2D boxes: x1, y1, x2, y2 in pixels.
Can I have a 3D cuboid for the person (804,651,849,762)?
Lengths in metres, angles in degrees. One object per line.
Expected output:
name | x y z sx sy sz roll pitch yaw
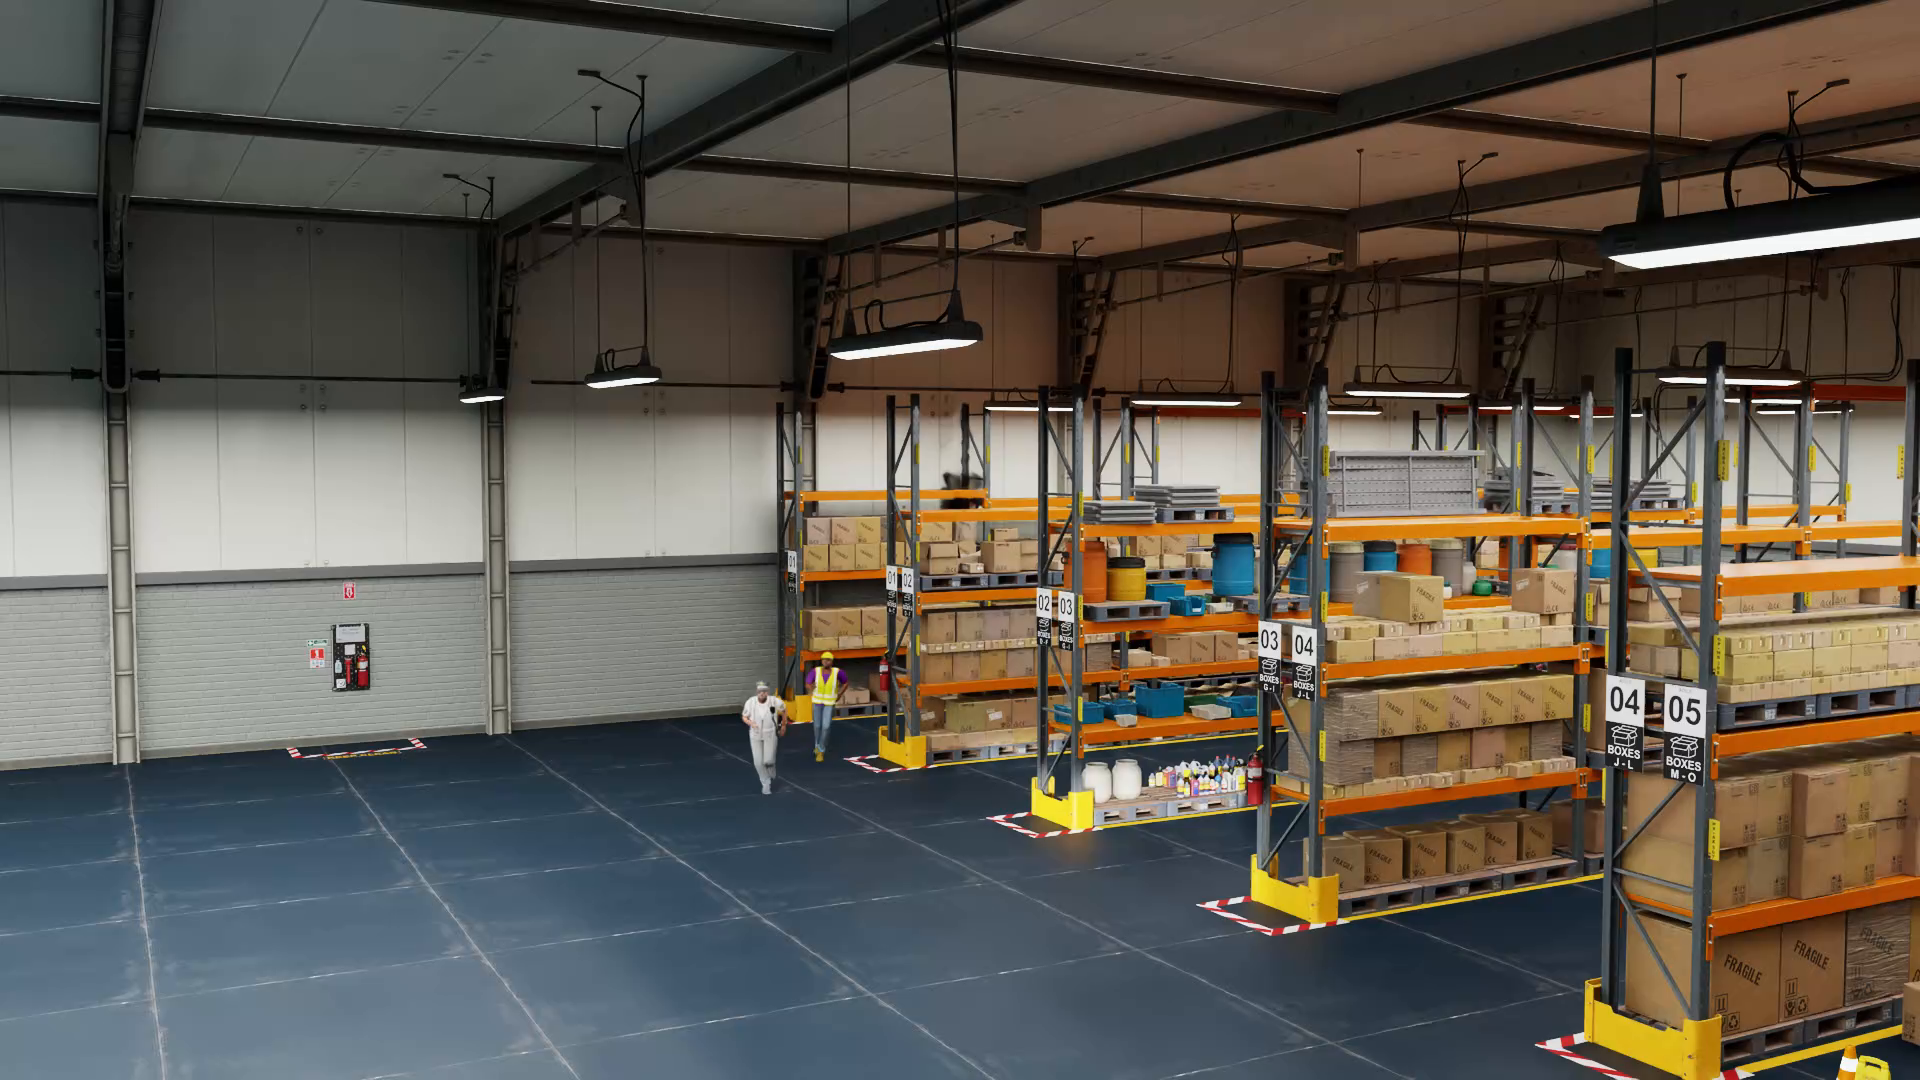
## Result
person | -2.218 2.741 27.433 0.696 1.826 0.740 0 3 8

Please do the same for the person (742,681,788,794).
person | -2.906 2.922 24.697 0.647 1.714 0.725 0 3 2
